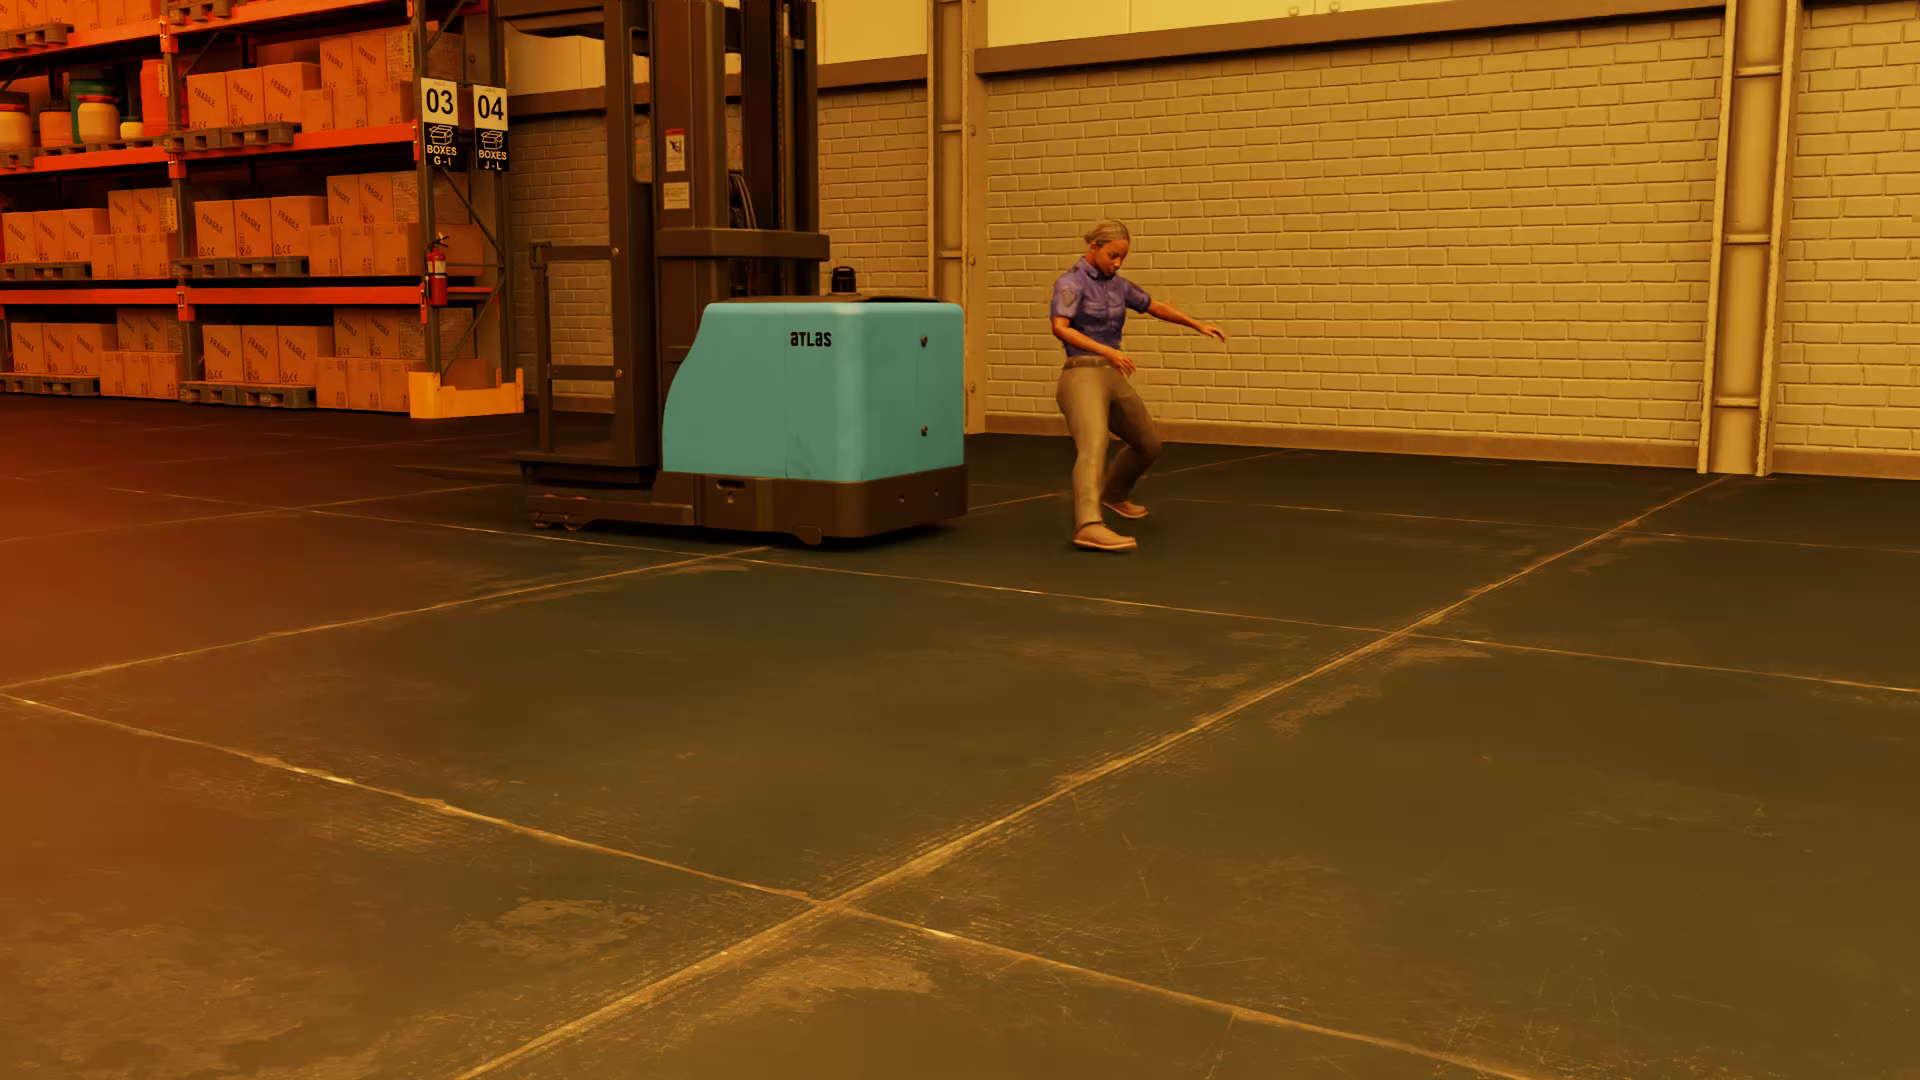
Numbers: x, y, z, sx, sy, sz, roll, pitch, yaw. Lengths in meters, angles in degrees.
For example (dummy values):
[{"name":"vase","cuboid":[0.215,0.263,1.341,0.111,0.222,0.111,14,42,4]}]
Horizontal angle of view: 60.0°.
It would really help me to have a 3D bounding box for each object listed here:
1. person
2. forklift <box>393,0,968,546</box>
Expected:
[{"name":"person","cuboid":[0.755,-0.743,7.734,0.911,1.463,1.176,7,11,42]},{"name":"forklift","cuboid":[-1.501,-1.552,8.109,3.031,2.935,1.130,5,9,29]}]
